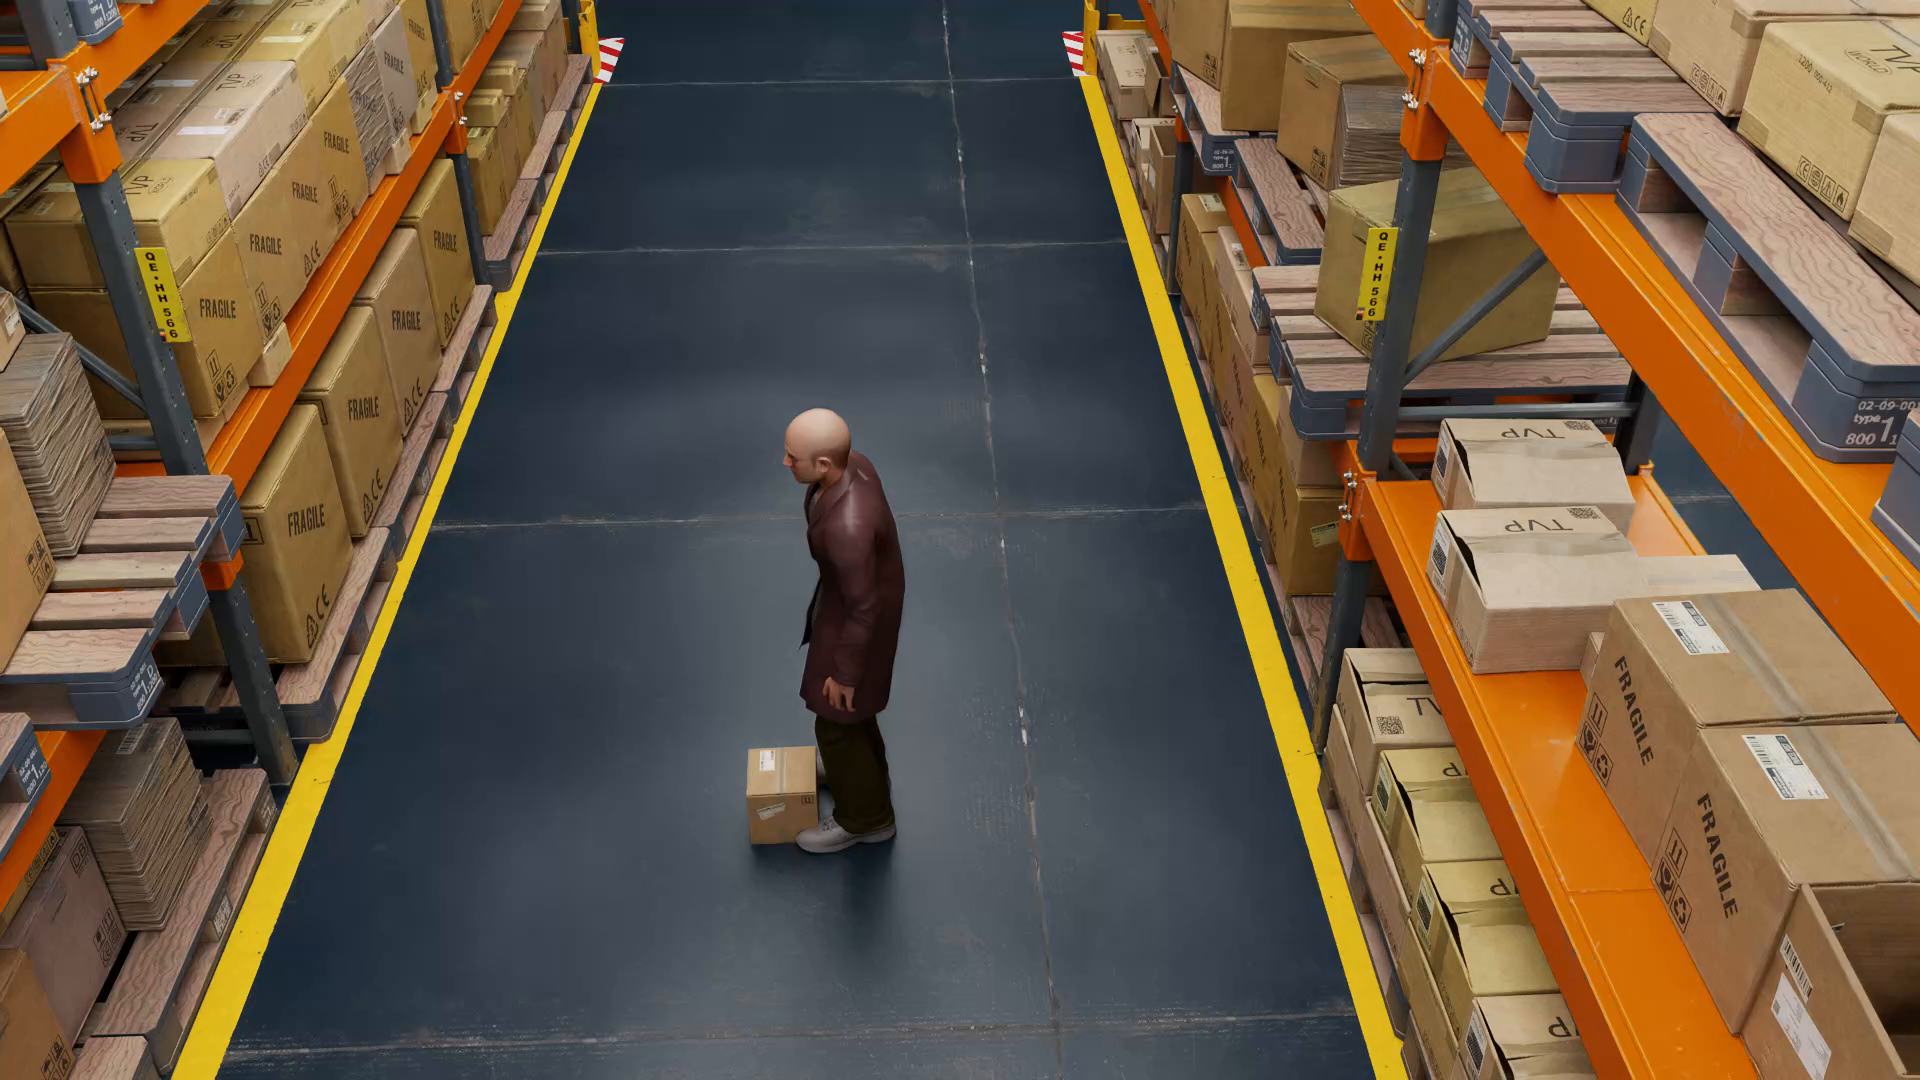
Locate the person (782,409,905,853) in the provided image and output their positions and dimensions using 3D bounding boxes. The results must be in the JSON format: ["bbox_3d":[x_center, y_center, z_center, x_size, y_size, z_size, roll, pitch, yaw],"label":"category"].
[{"bbox_3d":[-0.401,0.312,5.710,0.429,1.772,0.647,-4,35,-5],"label":"person"}]
